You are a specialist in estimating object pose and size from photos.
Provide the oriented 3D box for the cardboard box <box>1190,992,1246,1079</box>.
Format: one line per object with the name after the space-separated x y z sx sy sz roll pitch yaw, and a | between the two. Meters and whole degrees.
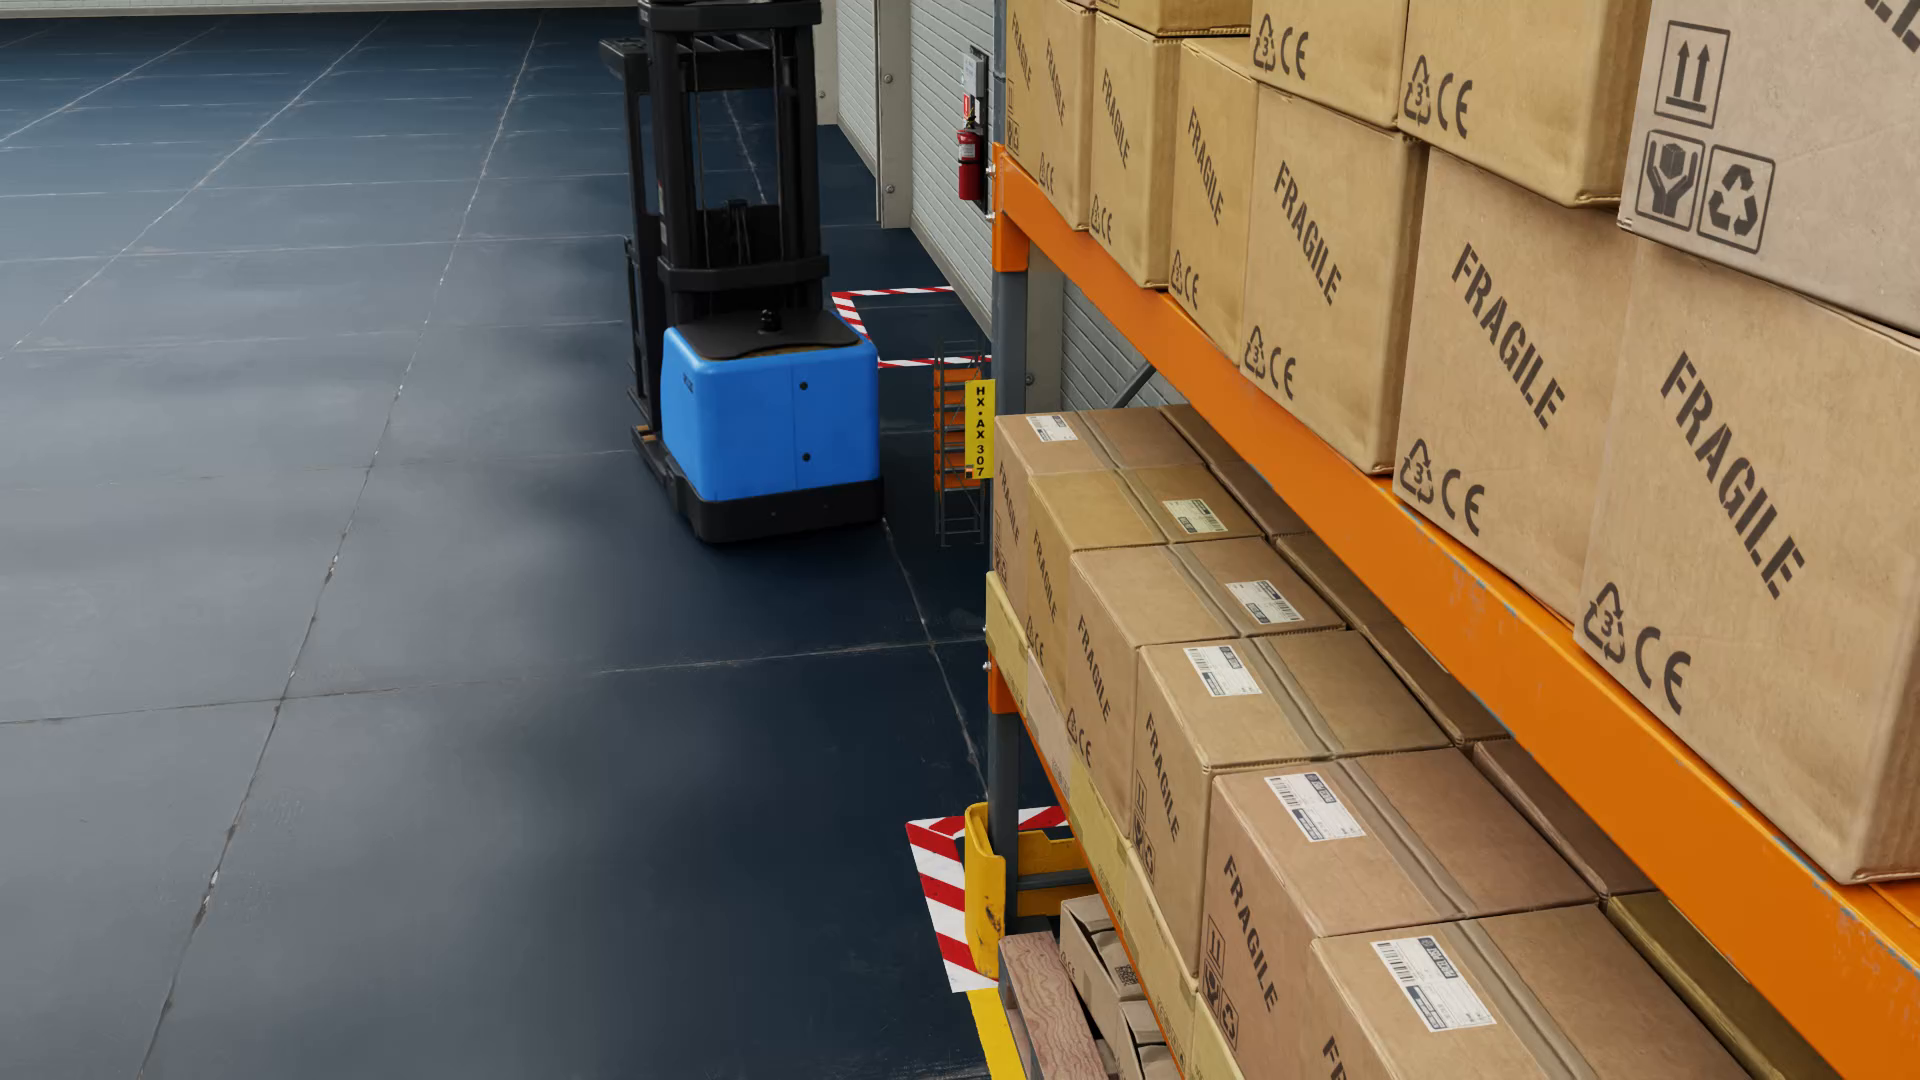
0.761 1.087 3.176 0.500 0.250 0.500 -4 24 -10 | cardboard box

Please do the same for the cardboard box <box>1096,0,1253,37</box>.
0.581 -1.305 3.344 0.500 0.500 0.500 -4 24 -8 | cardboard box

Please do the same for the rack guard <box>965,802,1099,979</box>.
0.613 1.187 5.909 1.175 0.500 0.348 -4 24 -10 | rack guard

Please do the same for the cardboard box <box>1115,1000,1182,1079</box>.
0.744 1.545 4.775 0.500 0.311 0.500 -2 24 -5 | cardboard box

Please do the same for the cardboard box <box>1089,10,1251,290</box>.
0.580 -0.851 3.552 0.500 0.500 0.500 -3 24 -7 | cardboard box

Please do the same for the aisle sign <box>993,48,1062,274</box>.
0.291 -1.186 4.970 0.394 0.787 0.004 -4 24 -10 | aisle sign

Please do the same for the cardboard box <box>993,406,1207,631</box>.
0.392 -0.063 4.872 0.500 0.500 0.500 -4 24 -10 | cardboard box

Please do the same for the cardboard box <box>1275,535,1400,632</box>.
1.078 0.299 4.044 0.500 0.500 0.500 -5 24 -11 | cardboard box

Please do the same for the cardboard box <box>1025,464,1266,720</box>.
0.474 0.132 4.425 0.500 0.500 0.500 -4 24 -10 | cardboard box

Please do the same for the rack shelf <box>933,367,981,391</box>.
-0.003 -0.845 8.897 0.258 0.103 0.180 -4 24 -10 | rack shelf

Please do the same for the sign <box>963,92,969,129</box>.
0.049 -3.354 13.137 0.001 0.329 0.234 -4 24 -10 | sign

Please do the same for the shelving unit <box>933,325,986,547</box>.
-0.003 -0.556 9.023 0.258 1.200 0.189 -4 24 -10 | shelving unit

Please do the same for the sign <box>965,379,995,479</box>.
0.066 -0.345 5.211 0.100 0.325 0.005 -4 24 -10 | sign

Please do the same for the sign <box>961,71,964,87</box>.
0.041 -3.594 13.025 0.001 0.109 0.331 -4 24 -10 | sign

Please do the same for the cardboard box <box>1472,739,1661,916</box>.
1.279 0.700 3.125 0.500 0.500 0.500 -4 24 -8 | cardboard box

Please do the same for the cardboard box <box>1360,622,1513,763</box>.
1.172 0.497 3.591 0.500 0.500 0.500 -4 24 -9 | cardboard box

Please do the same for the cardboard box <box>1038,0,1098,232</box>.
0.480 -1.055 4.019 0.500 0.500 0.500 -3 24 -6 | cardboard box

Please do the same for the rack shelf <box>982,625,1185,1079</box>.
0.969 1.128 3.819 1.077 0.370 4.000 -4 24 -10 | rack shelf

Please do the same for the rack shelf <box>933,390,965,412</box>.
-0.003 -0.735 8.945 0.258 0.103 0.180 -4 24 -10 | rack shelf

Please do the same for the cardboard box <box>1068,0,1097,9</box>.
0.475 -1.506 3.804 0.500 0.500 0.500 -5 24 -10 | cardboard box

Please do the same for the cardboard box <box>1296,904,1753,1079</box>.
0.850 0.941 2.572 0.500 0.500 0.500 -4 24 -10 | cardboard box

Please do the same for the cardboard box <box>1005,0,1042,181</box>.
0.415 -1.268 4.509 0.500 0.500 0.500 -4 24 -8 | cardboard box

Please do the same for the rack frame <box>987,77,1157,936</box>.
0.599 0.011 5.477 1.000 3.000 0.127 -4 24 -10 | rack frame

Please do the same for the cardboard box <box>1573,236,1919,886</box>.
1.002 -0.026 1.665 0.500 0.500 0.500 -4 24 -8 | cardboard box

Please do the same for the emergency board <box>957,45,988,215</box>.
0.050 -3.112 12.629 0.194 1.169 0.643 -4 24 -10 | emergency board

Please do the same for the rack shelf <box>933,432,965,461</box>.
-0.003 -0.515 9.041 0.258 0.103 0.180 -4 24 -10 | rack shelf

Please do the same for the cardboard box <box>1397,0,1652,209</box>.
0.867 -0.696 1.950 0.500 0.500 0.500 -3 24 -7 | cardboard box

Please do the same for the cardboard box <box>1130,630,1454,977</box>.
0.670 0.538 3.496 0.500 0.500 0.500 -4 24 -8 | cardboard box

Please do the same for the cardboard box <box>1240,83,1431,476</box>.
0.782 -0.440 2.613 0.500 0.500 0.500 -5 24 -12 | cardboard box

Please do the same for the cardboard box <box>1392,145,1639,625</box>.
0.922 -0.225 2.120 0.500 0.500 0.500 -6 24 -14 | cardboard box

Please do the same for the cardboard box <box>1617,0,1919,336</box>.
0.980 -0.480 1.455 0.500 0.500 0.500 -6 24 -14 | cardboard box

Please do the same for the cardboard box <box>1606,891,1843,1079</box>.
1.365 0.896 2.675 0.500 0.500 0.500 -4 24 -10 | cardboard box

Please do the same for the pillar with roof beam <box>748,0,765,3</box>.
-8.199 -14.008 30.081 9.100 9.000 0.400 -4 24 -10 | pillar with roof beam

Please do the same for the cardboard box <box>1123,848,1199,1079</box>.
0.667 0.889 3.629 0.500 0.250 0.500 -4 24 -9 | cardboard box

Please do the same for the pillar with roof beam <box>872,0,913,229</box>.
-4.871 -6.928 13.870 9.100 9.000 0.400 -4 24 -10 | pillar with roof beam

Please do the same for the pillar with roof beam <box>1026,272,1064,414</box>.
-3.762 -4.568 8.466 9.100 9.000 0.400 -4 24 -10 | pillar with roof beam

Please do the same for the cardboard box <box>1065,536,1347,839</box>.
0.563 0.336 3.959 0.500 0.500 0.500 -5 24 -11 | cardboard box

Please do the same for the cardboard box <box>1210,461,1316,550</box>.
0.979 0.095 4.509 0.500 0.500 0.500 -4 24 -9 | cardboard box

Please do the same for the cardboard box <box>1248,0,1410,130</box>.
0.761 -0.900 2.415 0.500 0.500 0.500 -5 24 -12 | cardboard box

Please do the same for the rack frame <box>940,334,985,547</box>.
0.014 -0.520 8.940 0.240 1.200 0.006 -4 24 -10 | rack frame

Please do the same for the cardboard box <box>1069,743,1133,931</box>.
0.576 0.690 4.084 0.500 0.250 0.500 -5 24 -11 | cardboard box

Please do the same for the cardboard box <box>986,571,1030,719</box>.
0.377 0.286 5.009 0.500 0.250 0.500 -5 24 -11 | cardboard box

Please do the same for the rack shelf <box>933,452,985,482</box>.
-0.003 -0.405 9.089 0.258 0.103 0.180 -4 24 -10 | rack shelf

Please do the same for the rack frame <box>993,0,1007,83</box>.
0.599 -2.738 4.276 1.000 3.000 0.127 -4 24 -10 | rack frame

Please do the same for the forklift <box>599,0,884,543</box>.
-1.442 -1.888 9.910 1.130 2.935 3.031 -9 25 -20 | forklift

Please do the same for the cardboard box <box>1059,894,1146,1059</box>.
0.639 1.321 5.288 0.500 0.311 0.500 -7 25 -16 | cardboard box

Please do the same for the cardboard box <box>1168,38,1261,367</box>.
0.699 -0.641 3.073 0.500 0.500 0.500 -3 24 -6 | cardboard box

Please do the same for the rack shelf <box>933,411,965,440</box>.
-0.003 -0.625 8.993 0.258 0.103 0.180 -4 24 -10 | rack shelf

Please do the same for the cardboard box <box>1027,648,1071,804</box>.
0.487 0.489 4.544 0.500 0.250 0.500 -5 24 -11 | cardboard box

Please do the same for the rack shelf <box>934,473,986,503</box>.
-0.003 -0.295 9.137 0.258 0.103 0.180 -4 24 -10 | rack shelf

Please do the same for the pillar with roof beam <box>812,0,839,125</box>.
-5.980 -9.288 19.274 9.100 9.000 0.400 -4 24 -10 | pillar with roof beam

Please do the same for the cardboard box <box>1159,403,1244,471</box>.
0.895 -0.103 4.964 0.500 0.500 0.500 -5 24 -10 | cardboard box

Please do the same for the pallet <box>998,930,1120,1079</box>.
0.729 1.641 5.229 1.003 0.211 1.213 -4 24 -10 | pallet

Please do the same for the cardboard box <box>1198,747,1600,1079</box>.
0.767 0.743 3.027 0.500 0.500 0.500 -5 24 -11 | cardboard box

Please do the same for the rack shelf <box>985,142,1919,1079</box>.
0.969 -0.247 3.219 1.077 0.370 4.000 -4 24 -10 | rack shelf

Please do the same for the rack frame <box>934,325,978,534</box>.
-0.020 -0.592 9.105 0.240 1.200 0.006 -4 24 -10 | rack frame
